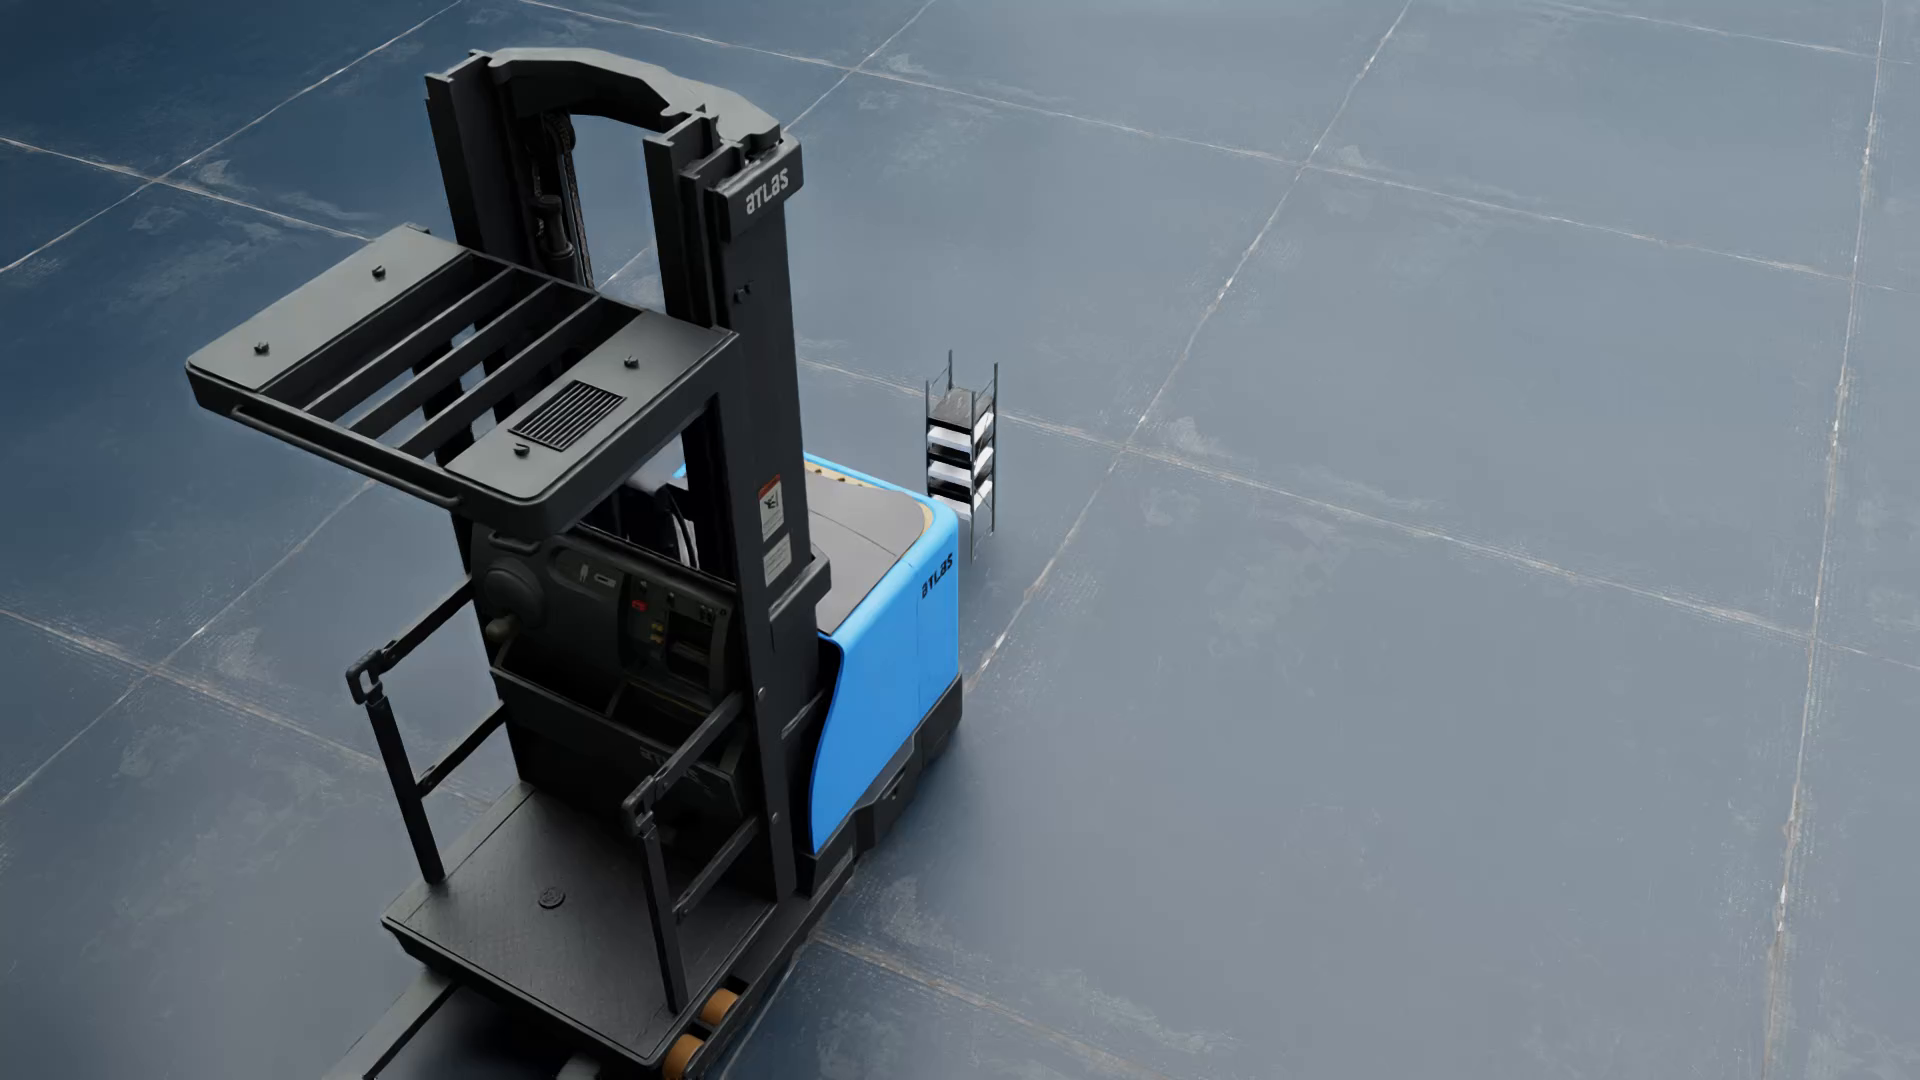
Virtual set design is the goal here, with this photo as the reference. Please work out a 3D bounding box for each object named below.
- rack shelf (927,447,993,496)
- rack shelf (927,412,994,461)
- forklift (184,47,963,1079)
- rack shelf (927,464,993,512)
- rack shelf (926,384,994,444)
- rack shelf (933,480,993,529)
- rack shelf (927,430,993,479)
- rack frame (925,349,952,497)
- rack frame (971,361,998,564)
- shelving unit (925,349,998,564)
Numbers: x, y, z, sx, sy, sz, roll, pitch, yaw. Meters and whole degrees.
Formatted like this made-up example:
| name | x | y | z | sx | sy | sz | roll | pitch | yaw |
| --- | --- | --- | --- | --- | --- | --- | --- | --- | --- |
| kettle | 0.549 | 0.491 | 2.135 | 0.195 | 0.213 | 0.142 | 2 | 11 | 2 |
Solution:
| name | x | y | z | sx | sy | sz | roll | pitch | yaw |
| --- | --- | --- | --- | --- | --- | --- | --- | --- | --- |
| rack shelf | 0.007 | -0.313 | 6.974 | 0.200 | 0.077 | 0.258 | 17 | 44 | 19 |
| rack shelf | 0.007 | -0.449 | 6.857 | 0.200 | 0.077 | 0.258 | 17 | 44 | 19 |
| forklift | -1.155 | 0.275 | 4.695 | 1.130 | 2.935 | 3.031 | 20 | 45 | 22 |
| rack shelf | 0.007 | -0.245 | 7.033 | 0.200 | 0.077 | 0.258 | 17 | 44 | 19 |
| rack shelf | 0.007 | -0.517 | 6.798 | 0.200 | 0.077 | 0.258 | 17 | 44 | 19 |
| rack shelf | 0.007 | -0.177 | 7.092 | 0.200 | 0.077 | 0.258 | 17 | 44 | 19 |
| rack shelf | 0.007 | -0.381 | 6.916 | 0.200 | 0.077 | 0.258 | 17 | 44 | 19 |
| rack frame | -0.085 | -0.366 | 6.985 | 0.006 | 0.900 | 0.240 | 17 | 44 | 19 |
| rack frame | 0.099 | -0.310 | 6.920 | 0.006 | 0.900 | 0.240 | 17 | 44 | 19 |
| shelving unit | 0.007 | -0.338 | 6.953 | 0.210 | 0.900 | 0.258 | 17 | 44 | 19 |
